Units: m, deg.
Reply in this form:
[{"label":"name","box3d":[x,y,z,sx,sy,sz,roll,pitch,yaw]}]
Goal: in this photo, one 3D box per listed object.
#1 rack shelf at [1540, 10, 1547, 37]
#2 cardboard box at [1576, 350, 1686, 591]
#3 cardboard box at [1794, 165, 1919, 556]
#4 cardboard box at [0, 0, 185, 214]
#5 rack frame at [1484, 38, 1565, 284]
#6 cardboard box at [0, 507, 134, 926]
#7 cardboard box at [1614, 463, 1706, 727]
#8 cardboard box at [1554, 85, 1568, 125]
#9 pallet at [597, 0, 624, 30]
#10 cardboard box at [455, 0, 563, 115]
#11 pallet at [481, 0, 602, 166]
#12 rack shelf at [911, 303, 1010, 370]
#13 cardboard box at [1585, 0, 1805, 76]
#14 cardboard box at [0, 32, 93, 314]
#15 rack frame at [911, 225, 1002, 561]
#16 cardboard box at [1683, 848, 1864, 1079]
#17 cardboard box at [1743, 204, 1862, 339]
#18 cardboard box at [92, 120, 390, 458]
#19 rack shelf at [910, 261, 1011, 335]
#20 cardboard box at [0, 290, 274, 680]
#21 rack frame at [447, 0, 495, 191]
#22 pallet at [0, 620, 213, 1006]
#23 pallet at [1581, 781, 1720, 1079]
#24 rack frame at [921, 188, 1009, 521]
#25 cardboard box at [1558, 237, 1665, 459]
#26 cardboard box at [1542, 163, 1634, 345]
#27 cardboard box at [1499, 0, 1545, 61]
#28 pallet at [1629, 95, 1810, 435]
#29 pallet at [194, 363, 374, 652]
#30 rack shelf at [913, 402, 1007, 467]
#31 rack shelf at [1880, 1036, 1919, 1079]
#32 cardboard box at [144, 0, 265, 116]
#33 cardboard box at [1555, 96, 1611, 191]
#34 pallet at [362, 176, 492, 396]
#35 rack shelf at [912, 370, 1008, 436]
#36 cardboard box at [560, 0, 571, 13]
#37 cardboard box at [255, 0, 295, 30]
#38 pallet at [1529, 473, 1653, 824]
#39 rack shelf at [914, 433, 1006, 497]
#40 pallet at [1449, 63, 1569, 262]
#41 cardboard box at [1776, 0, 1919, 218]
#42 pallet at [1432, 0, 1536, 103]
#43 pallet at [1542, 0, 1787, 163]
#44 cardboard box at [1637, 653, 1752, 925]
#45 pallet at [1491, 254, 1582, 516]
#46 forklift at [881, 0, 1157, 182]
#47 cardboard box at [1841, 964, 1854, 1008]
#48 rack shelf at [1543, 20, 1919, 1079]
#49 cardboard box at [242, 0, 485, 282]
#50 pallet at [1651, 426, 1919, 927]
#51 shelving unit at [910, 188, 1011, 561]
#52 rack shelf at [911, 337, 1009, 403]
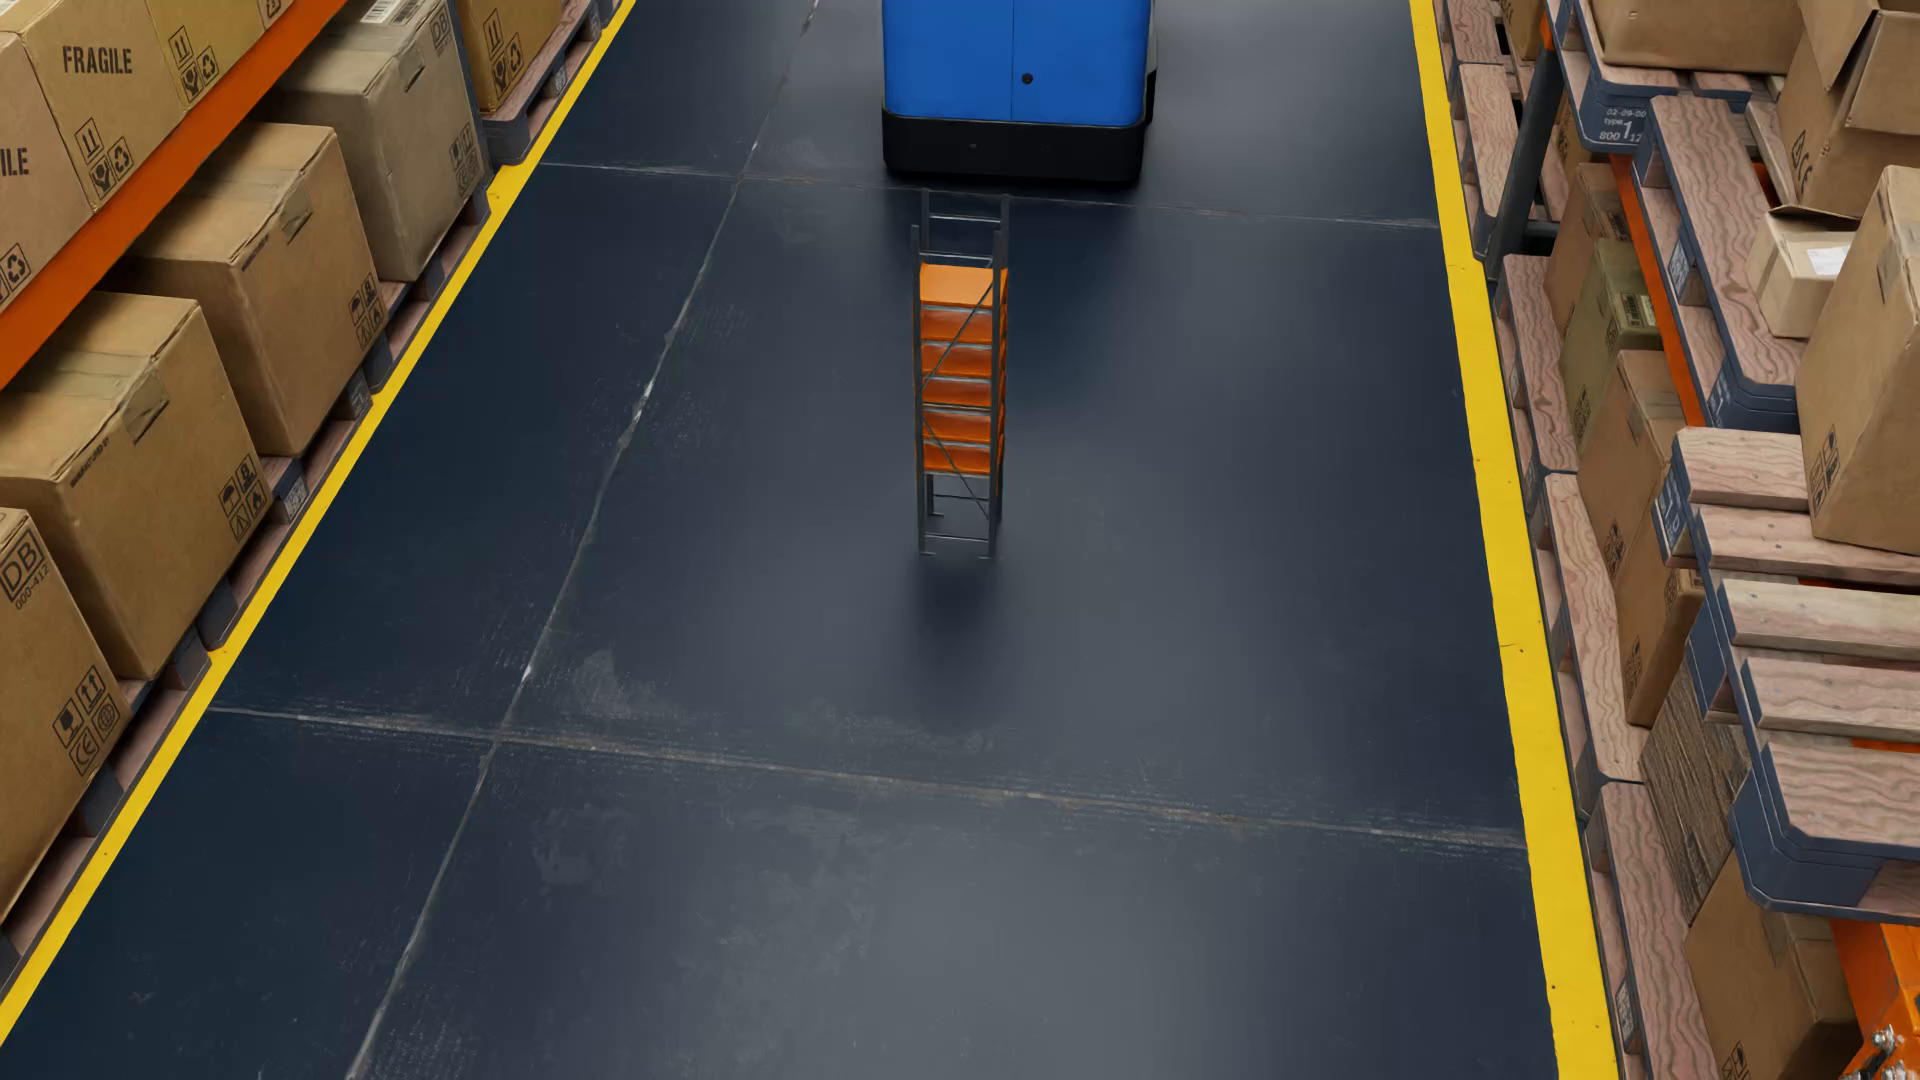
[{"label":"rack shelf","box3d":[2.757,-3.159,6.928,1.077,0.370,4.000,5,44,6]},{"label":"cardboard box","box3d":[2.235,-0.188,4.765,0.700,0.500,0.500,2,43,2]},{"label":"cardboard box","box3d":[1.970,-0.281,2.987,0.700,0.500,0.500,11,45,12]},{"label":"cardboard box","box3d":[-2.413,-1.199,4.262,0.500,0.500,0.500,5,44,5]},{"label":"rack frame","box3d":[2.493,-2.058,5.241,1.000,3.000,0.127,5,44,6]},{"label":"cardboard box","box3d":[-2.770,0.406,3.970,1.050,0.750,0.750,5,44,5]},{"label":"cardboard box","box3d":[2.161,0.192,4.364,0.700,0.500,0.500,9,44,9]},{"label":"cardboard box","box3d":[2.653,-1.962,6.653,0.500,0.500,0.500,19,46,19]},{"label":"pallet","box3d":[-2.074,-2.910,8.169,1.003,0.211,1.213,5,44,6]},{"label":"cardboard box","box3d":[-2.258,-2.381,6.822,0.875,0.875,0.875,6,44,6]},{"label":"pallet","box3d":[-2.232,-2.076,7.289,1.003,0.211,1.213,5,44,6]},{"label":"rack shelf","box3d":[0.002,-0.588,4.713,0.258,0.103,0.180,5,44,6]},{"label":"cardboard box","box3d":[2.249,-1.899,4.332,1.000,1.000,1.000,6,44,6]},{"label":"cardboard box","box3d":[-2.481,-0.859,3.903,0.500,0.500,0.500,5,44,5]},{"label":"rack frame","box3d":[-0.010,-0.383,4.782,0.240,1.200,0.006,5,44,6]},{"label":"cardboard box","box3d":[2.033,0.958,3.555,0.700,0.500,0.500,3,44,3]},{"label":"cardboard box","box3d":[1.917,-0.596,3.490,0.396,0.266,0.258,4,44,4]},{"label":"cardboard box","box3d":[-2.535,-0.825,5.270,1.050,0.750,0.750,5,44,6]},{"label":"rack shelf","box3d":[0.002,-0.675,4.631,0.258,0.103,0.180,5,44,6]},{"label":"cardboard box","box3d":[-2.657,-0.190,4.600,1.050,0.750,0.750,6,44,6]},{"label":"rack frame","box3d":[-2.410,-2.577,5.790,1.000,3.000,0.127,5,44,6]},{"label":"pallet","box3d":[-2.760,0.631,4.430,1.003,0.211,1.213,5,44,6]},{"label":"pallet","box3d":[2.069,1.149,3.883,1.003,0.211,1.213,5,44,6]},{"label":"rack frame","box3d":[0.014,-0.508,4.914,0.240,1.200,0.006,5,44,6]},{"label":"cardboard box","box3d":[2.308,-0.570,5.168,0.700,0.500,0.500,5,44,5]},{"label":"cardboard box","box3d":[2.390,-0.893,5.510,0.700,0.500,0.500,2,43,2]},{"label":"cardboard box","box3d":[2.658,-2.393,7.108,0.500,0.500,0.500,2,43,2]},{"label":"pallet","box3d":[2.185,-0.615,3.857,1.003,0.211,1.213,5,44,6]},{"label":"pallet","box3d":[-2.597,-0.198,5.306,1.003,0.211,1.213,5,44,6]},{"label":"rack shelf","box3d":[0.002,-0.326,4.961,0.258,0.103,0.180,5,44,6]},{"label":"rack shelf","box3d":[1.699,2.293,1.170,1.077,0.370,4.000,5,44,6]},{"label":"cardboard box","box3d":[-2.348,-1.545,4.627,0.500,0.500,0.500,6,44,6]},{"label":"cardboard box","box3d":[2.585,-1.571,6.241,0.500,0.500,0.500,4,44,4]},{"label":"pallet","box3d":[-2.438,-1.032,6.186,1.003,0.211,1.213,5,44,6]},{"label":"rack shelf","box3d":[0.002,-0.413,4.878,0.258,0.103,0.180,5,44,6]},{"label":"cardboard box","box3d":[-2.143,-2.995,7.472,0.875,0.875,0.875,6,44,6]},{"label":"cardboard box","box3d":[-2.281,-1.889,4.991,0.500,0.500,0.500,5,44,5]},{"label":"pallet","box3d":[2.232,0.320,4.759,1.003,0.211,1.213,5,44,6]},{"label":"rack shelf","box3d":[0.002,-0.239,5.043,0.258,0.103,0.180,5,44,6]},{"label":"pallet","box3d":[2.546,-1.506,6.687,1.003,0.211,1.213,5,44,6]},{"label":"cardboard box","box3d":[2.355,-1.058,3.805,0.797,0.503,0.637,9,44,10]},{"label":"pallet","box3d":[2.705,-2.340,7.568,1.003,0.211,1.213,5,44,6]},{"label":"pallet","box3d":[2.247,-1.480,4.771,1.003,0.211,1.213,5,44,6]},{"label":"cardboard box","box3d":[2.093,0.579,3.955,0.700,0.500,0.500,2,43,2]},{"label":"pallet","box3d":[2.391,-0.514,5.640,1.003,0.211,1.213,5,44,6]},{"label":"forklift","box3d":[0.347,-3.512,6.827,1.130,2.935,3.031,4,44,4]},{"label":"cardboard box","box3d":[2.023,0.685,3.298,0.500,0.250,0.500,7,44,7]},{"label":"rack shelf","box3d":[2.228,-0.433,4.049,1.077,0.370,4.000,5,44,6]},{"label":"cardboard box","box3d":[-2.403,-1.482,5.964,1.050,0.750,0.750,5,44,5]},{"label":"pallet","box3d":[1.952,0.243,2.951,1.213,0.211,1.003,5,44,6]},{"label":"shelving unit","box3d":[0.002,-0.446,4.848,0.258,1.200,0.189,5,44,6]},{"label":"rack shelf","box3d":[0.002,-0.500,4.796,0.258,0.103,0.180,5,44,6]}]
